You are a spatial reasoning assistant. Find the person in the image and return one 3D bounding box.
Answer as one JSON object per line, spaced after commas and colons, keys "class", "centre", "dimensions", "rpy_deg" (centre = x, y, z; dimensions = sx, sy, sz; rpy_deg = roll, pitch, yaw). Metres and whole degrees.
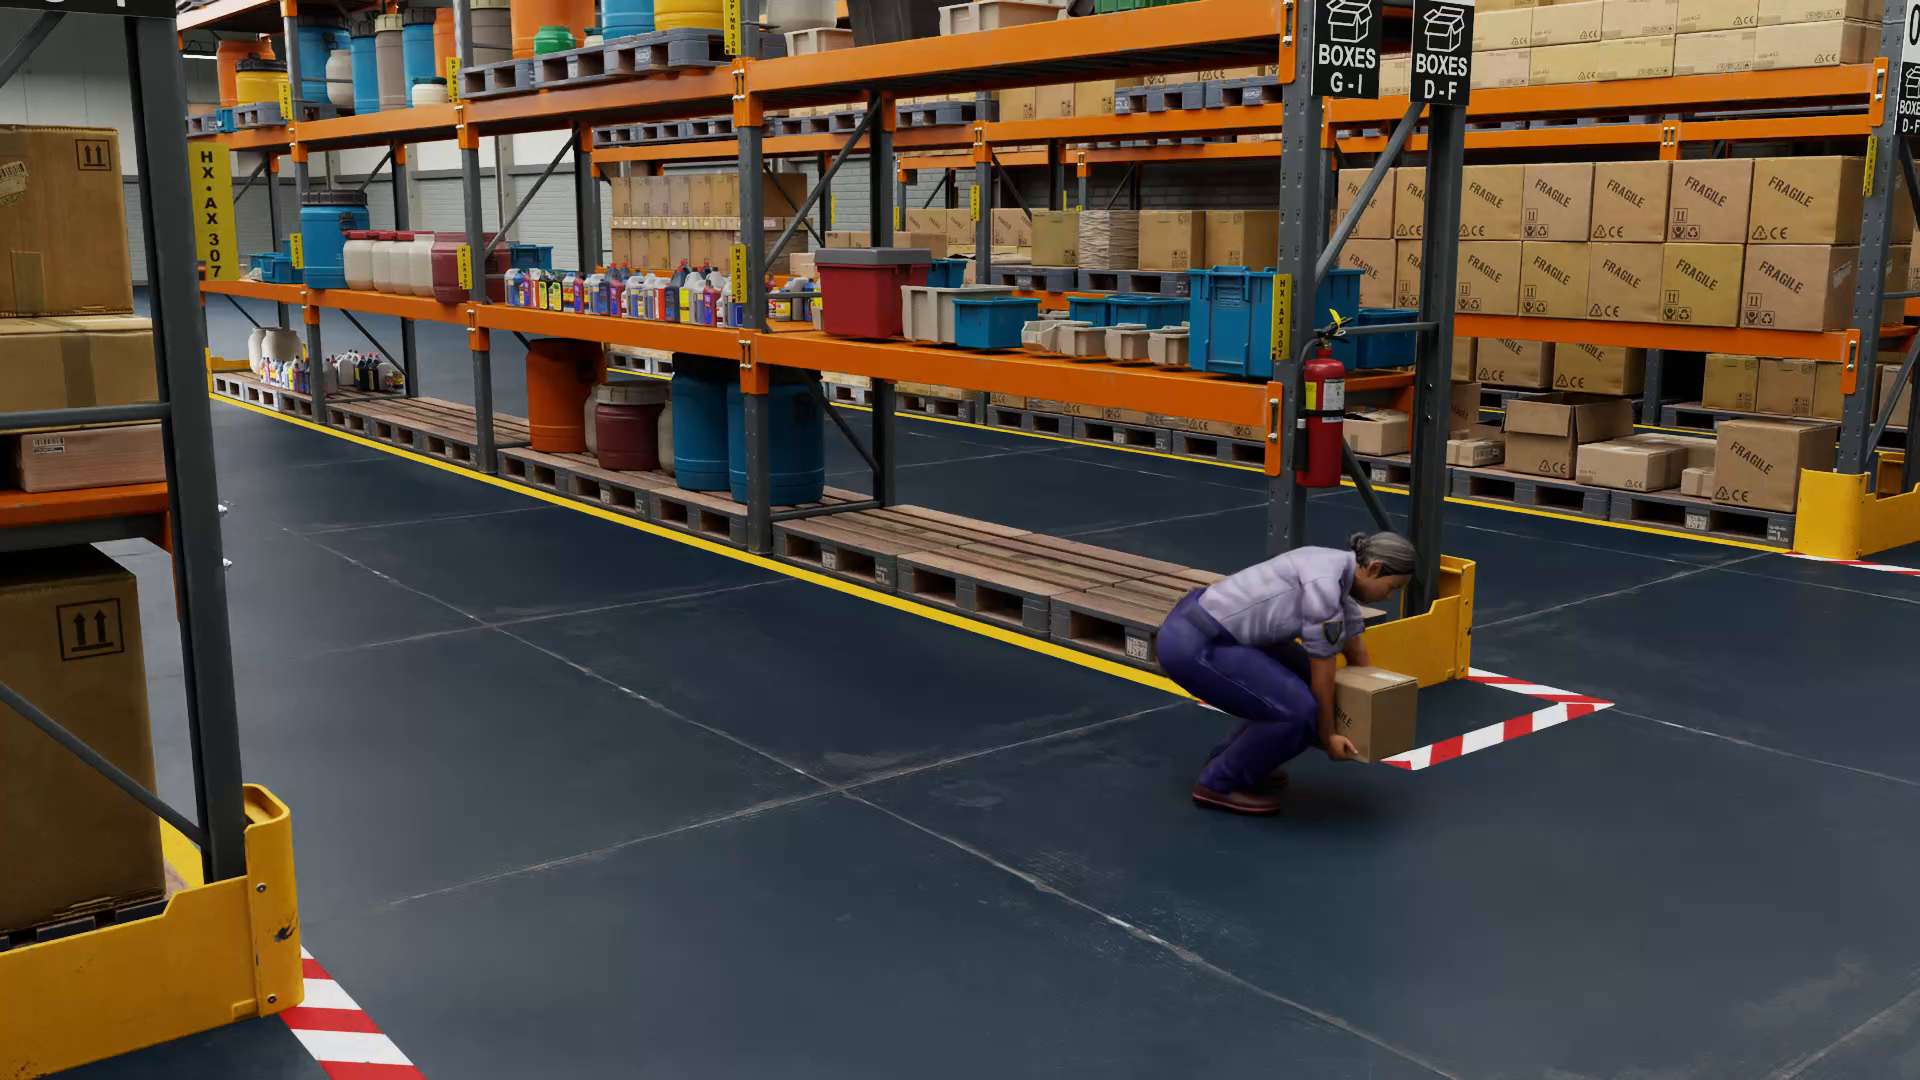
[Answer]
{"class": "person", "centre": [1.094, 0.430, 5.636], "dimensions": [0.847, 0.944, 0.512], "rpy_deg": [3, 11, 15]}
